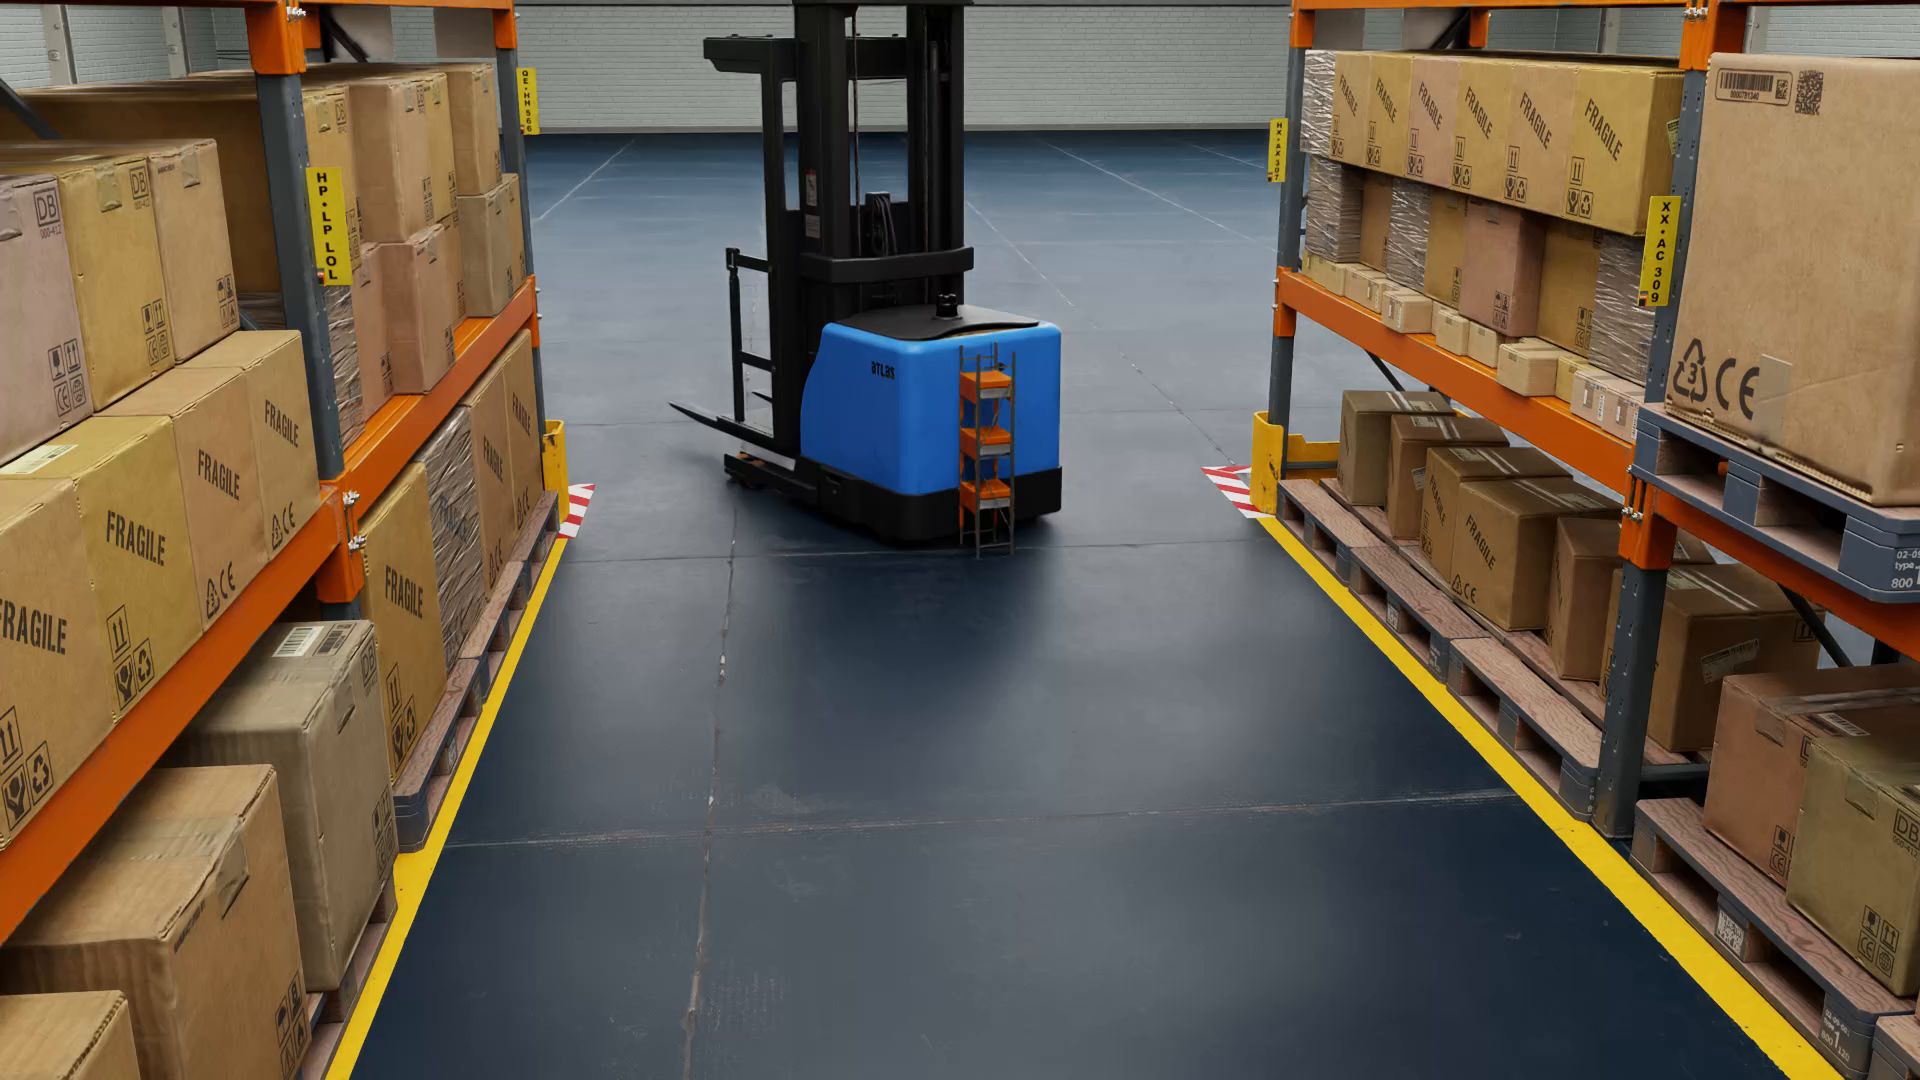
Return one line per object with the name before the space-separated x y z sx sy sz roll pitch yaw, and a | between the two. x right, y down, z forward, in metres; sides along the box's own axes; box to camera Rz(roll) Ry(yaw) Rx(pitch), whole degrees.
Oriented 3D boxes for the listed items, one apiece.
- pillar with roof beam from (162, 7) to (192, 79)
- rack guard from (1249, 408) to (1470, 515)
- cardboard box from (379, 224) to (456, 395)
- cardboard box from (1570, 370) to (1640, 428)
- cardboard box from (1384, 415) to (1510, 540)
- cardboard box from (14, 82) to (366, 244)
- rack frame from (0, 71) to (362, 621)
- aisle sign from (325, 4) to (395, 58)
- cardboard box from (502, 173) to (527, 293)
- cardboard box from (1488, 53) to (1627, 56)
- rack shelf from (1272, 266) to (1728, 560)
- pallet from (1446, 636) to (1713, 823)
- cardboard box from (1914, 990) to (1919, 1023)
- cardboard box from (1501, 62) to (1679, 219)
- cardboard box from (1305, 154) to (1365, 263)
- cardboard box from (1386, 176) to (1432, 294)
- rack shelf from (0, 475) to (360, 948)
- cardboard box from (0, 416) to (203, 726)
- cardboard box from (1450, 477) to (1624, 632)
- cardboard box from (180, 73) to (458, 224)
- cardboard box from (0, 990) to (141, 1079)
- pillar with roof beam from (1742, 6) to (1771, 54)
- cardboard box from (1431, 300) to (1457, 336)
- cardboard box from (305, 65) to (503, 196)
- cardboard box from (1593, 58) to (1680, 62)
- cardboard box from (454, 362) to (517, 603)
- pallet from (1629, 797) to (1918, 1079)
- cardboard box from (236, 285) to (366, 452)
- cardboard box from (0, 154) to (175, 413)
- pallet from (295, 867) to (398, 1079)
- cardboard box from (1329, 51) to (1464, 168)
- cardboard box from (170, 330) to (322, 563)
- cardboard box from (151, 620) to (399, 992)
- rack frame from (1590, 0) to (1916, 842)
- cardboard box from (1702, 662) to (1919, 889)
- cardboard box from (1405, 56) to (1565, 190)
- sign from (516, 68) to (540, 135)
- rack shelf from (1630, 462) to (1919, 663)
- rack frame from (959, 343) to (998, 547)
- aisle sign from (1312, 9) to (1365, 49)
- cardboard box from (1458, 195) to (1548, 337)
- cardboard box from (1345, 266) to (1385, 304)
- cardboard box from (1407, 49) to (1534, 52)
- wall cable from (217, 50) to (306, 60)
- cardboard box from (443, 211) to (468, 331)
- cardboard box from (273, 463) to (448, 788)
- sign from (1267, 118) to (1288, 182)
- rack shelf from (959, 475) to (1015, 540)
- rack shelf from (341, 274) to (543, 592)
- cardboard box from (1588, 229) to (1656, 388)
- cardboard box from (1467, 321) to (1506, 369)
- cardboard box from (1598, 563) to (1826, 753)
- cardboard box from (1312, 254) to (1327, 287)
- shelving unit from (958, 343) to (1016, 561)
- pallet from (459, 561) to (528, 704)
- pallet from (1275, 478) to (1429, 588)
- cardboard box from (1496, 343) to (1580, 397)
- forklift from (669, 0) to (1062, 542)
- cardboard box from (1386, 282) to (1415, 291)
pillar with roof beam | -12.212 -12.897 34.734 9.100 9.000 0.400 -2 18 -6
rack guard | 2.227 -0.444 9.258 1.175 0.500 0.348 -2 18 -6
cardboard box | -2.380 -0.853 6.137 0.875 0.550 0.550 -2 18 -6
cardboard box | 2.301 -0.478 5.610 0.380 0.149 0.250 -2 18 -6
cardboard box | 2.363 -0.304 8.109 0.500 0.500 0.500 3 18 9
cardboard box | -2.489 -1.203 5.447 0.875 0.550 0.550 -2 18 -6
rack frame | -2.312 -0.345 4.767 1.000 3.000 0.127 -2 18 -6
aisle sign | -3.031 -2.789 8.211 0.394 0.787 0.004 -2 18 -6
cardboard box | -2.642 -1.499 8.193 0.875 0.550 0.550 -2 18 -6
cardboard box | 2.628 -1.872 7.300 0.500 0.500 0.500 -2 18 -6
rack shelf | 2.425 -0.720 7.165 1.077 0.370 4.000 -2 18 -6
pallet | 2.527 0.664 6.211 1.003 0.211 1.213 -2 18 -6
cardboard box | 2.762 1.008 3.898 0.700 0.500 0.500 -3 18 -10
cardboard box | 2.259 -1.409 5.824 0.500 0.500 0.500 -2 18 -6
cardboard box | 2.249 -1.684 8.371 0.875 0.500 0.500 -2 18 -6
cardboard box | 2.428 -1.389 7.430 0.875 0.500 0.500 -2 18 -6
rack shelf | -2.106 0.594 2.977 1.077 0.370 4.000 -2 18 -6
cardboard box | -1.888 0.056 3.324 0.500 0.500 0.500 -2 17 -5
cardboard box | 2.421 0.051 6.979 0.500 0.500 0.500 -3 18 -11
cardboard box | -2.470 -1.525 6.475 0.875 0.550 0.500 -2 18 -6
cardboard box | -1.967 1.275 2.661 1.050 0.750 0.750 -2 17 -5
pillar with roof beam | 11.175 -11.816 31.292 9.100 9.000 0.400 -2 18 -6
cardboard box | 2.227 -0.927 7.042 0.380 0.149 0.250 -2 18 -6
cardboard box | -2.577 -1.850 7.510 0.875 0.550 0.550 -2 18 -6
cardboard box | 2.734 -1.574 6.351 0.500 0.500 0.500 -2 18 -6
cardboard box | -2.496 -0.261 7.347 0.875 0.875 0.875 -2 18 -7
pallet | 2.713 1.095 4.838 1.003 0.211 1.213 -2 18 -6
cardboard box | -2.362 -0.526 5.094 0.875 0.550 0.550 -2 18 -6
cardboard box | -2.200 -0.568 3.644 0.700 0.500 0.500 -2 18 -7
pallet | -2.158 1.213 4.460 1.003 0.211 1.213 -2 18 -6
cardboard box | 2.049 -2.005 7.722 0.500 0.500 0.500 -2 18 -6
cardboard box | -1.993 -0.245 4.283 0.500 0.500 0.500 -2 18 -6
cardboard box | -2.159 0.710 4.461 1.050 0.750 0.750 -2 18 -6
rack frame | 2.632 -0.468 5.159 1.000 3.000 0.127 -2 18 -6
cardboard box | 2.674 0.699 4.883 0.700 0.500 0.500 -3 18 -10
cardboard box | 2.160 -1.707 6.774 0.500 0.500 0.500 -2 18 -6
sign | -2.184 -2.214 8.394 0.100 0.325 0.005 -2 18 -6
rack shelf | 2.838 0.471 3.369 1.077 0.370 4.000 -2 18 -6
rack frame | 0.093 -0.476 8.440 0.200 1.050 0.008 -6 18 -19
aisle sign | 1.914 -2.909 8.595 0.394 0.787 0.004 -2 18 -6
cardboard box | 2.478 -1.089 6.475 0.875 0.500 0.500 -2 18 -6
cardboard box | 2.075 -1.224 7.986 0.380 0.149 0.250 -2 18 -6
cardboard box | 2.522 -2.170 8.248 0.500 0.500 0.500 -2 18 -6
wall cable | -15.482 -12.201 37.701 3.097 2.526 0.112 -2 18 -6
cardboard box | -2.630 -1.165 7.129 0.875 0.550 0.550 -2 18 -6
cardboard box | -2.308 0.279 5.626 0.875 0.875 0.875 -2 17 -5
sign | 1.679 -2.056 8.772 0.100 0.325 0.005 -2 18 -6
rack shelf | 0.134 -0.166 8.417 0.215 0.259 0.240 -6 18 -19
rack shelf | -2.519 -0.597 6.773 1.077 0.370 4.000 -2 18 -6
cardboard box | 2.647 -0.793 5.533 0.875 0.500 0.500 -2 18 -6
cardboard box | 2.237 -0.777 6.563 0.380 0.149 0.250 -2 18 -6
cardboard box | 2.630 0.404 5.854 0.500 0.500 0.500 -2 18 -7
cardboard box | 2.018 -1.372 8.460 0.380 0.149 0.250 -2 18 -6
shelving unit | 0.134 -0.442 8.331 0.215 1.050 0.252 -6 18 -19
pallet | -2.442 0.393 7.075 1.003 0.211 1.213 -2 18 -6
pallet | 2.276 -0.063 8.526 1.003 0.211 1.213 -2 18 -6
cardboard box | 2.198 -0.625 6.080 0.380 0.149 0.250 -2 18 -6
forklift | -0.726 -1.770 9.423 1.130 2.935 3.031 -12 21 -34
cardboard box | 2.147 -1.075 7.513 0.380 0.149 0.250 -2 18 -6
